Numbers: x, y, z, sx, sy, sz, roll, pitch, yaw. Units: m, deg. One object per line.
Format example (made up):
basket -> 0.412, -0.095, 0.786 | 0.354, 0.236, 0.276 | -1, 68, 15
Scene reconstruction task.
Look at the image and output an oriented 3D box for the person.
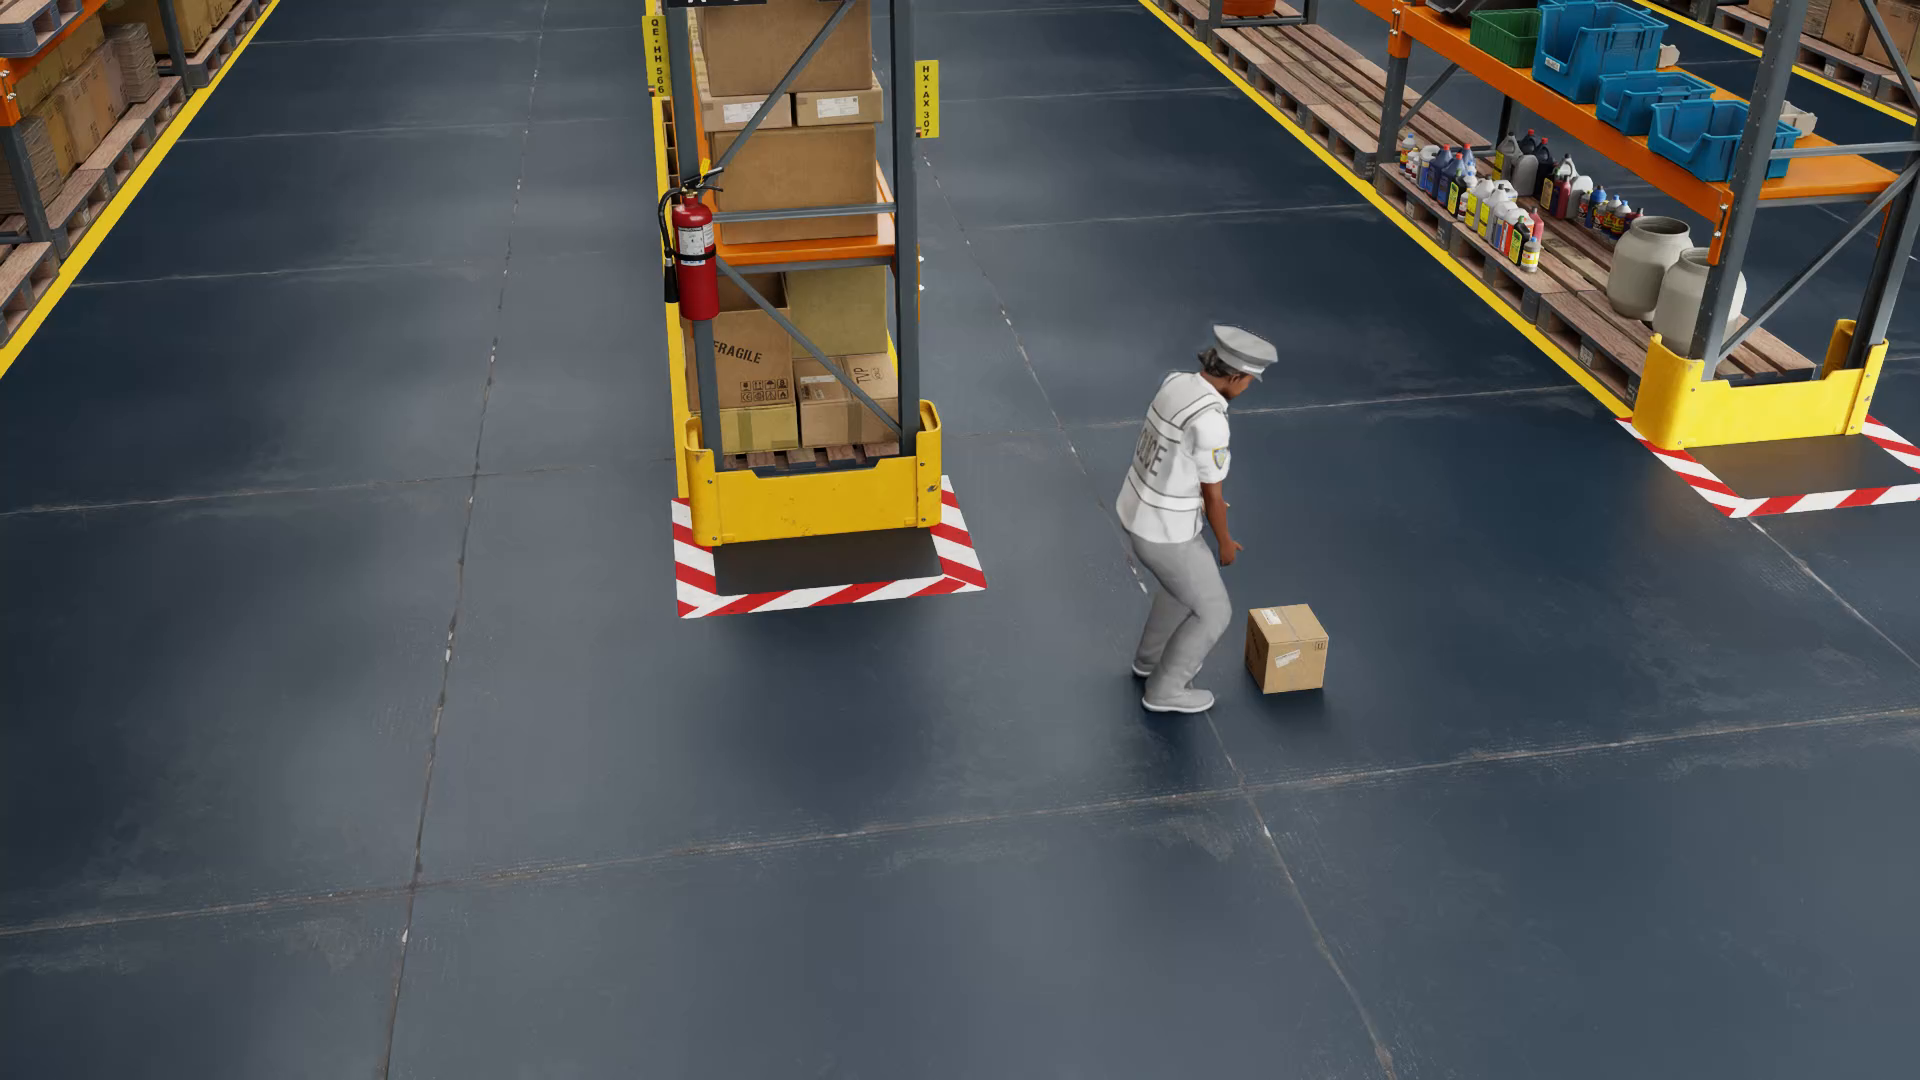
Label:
person -> 0.877, -0.077, 6.389 | 0.563, 1.546, 0.480 | -5, 31, -8
